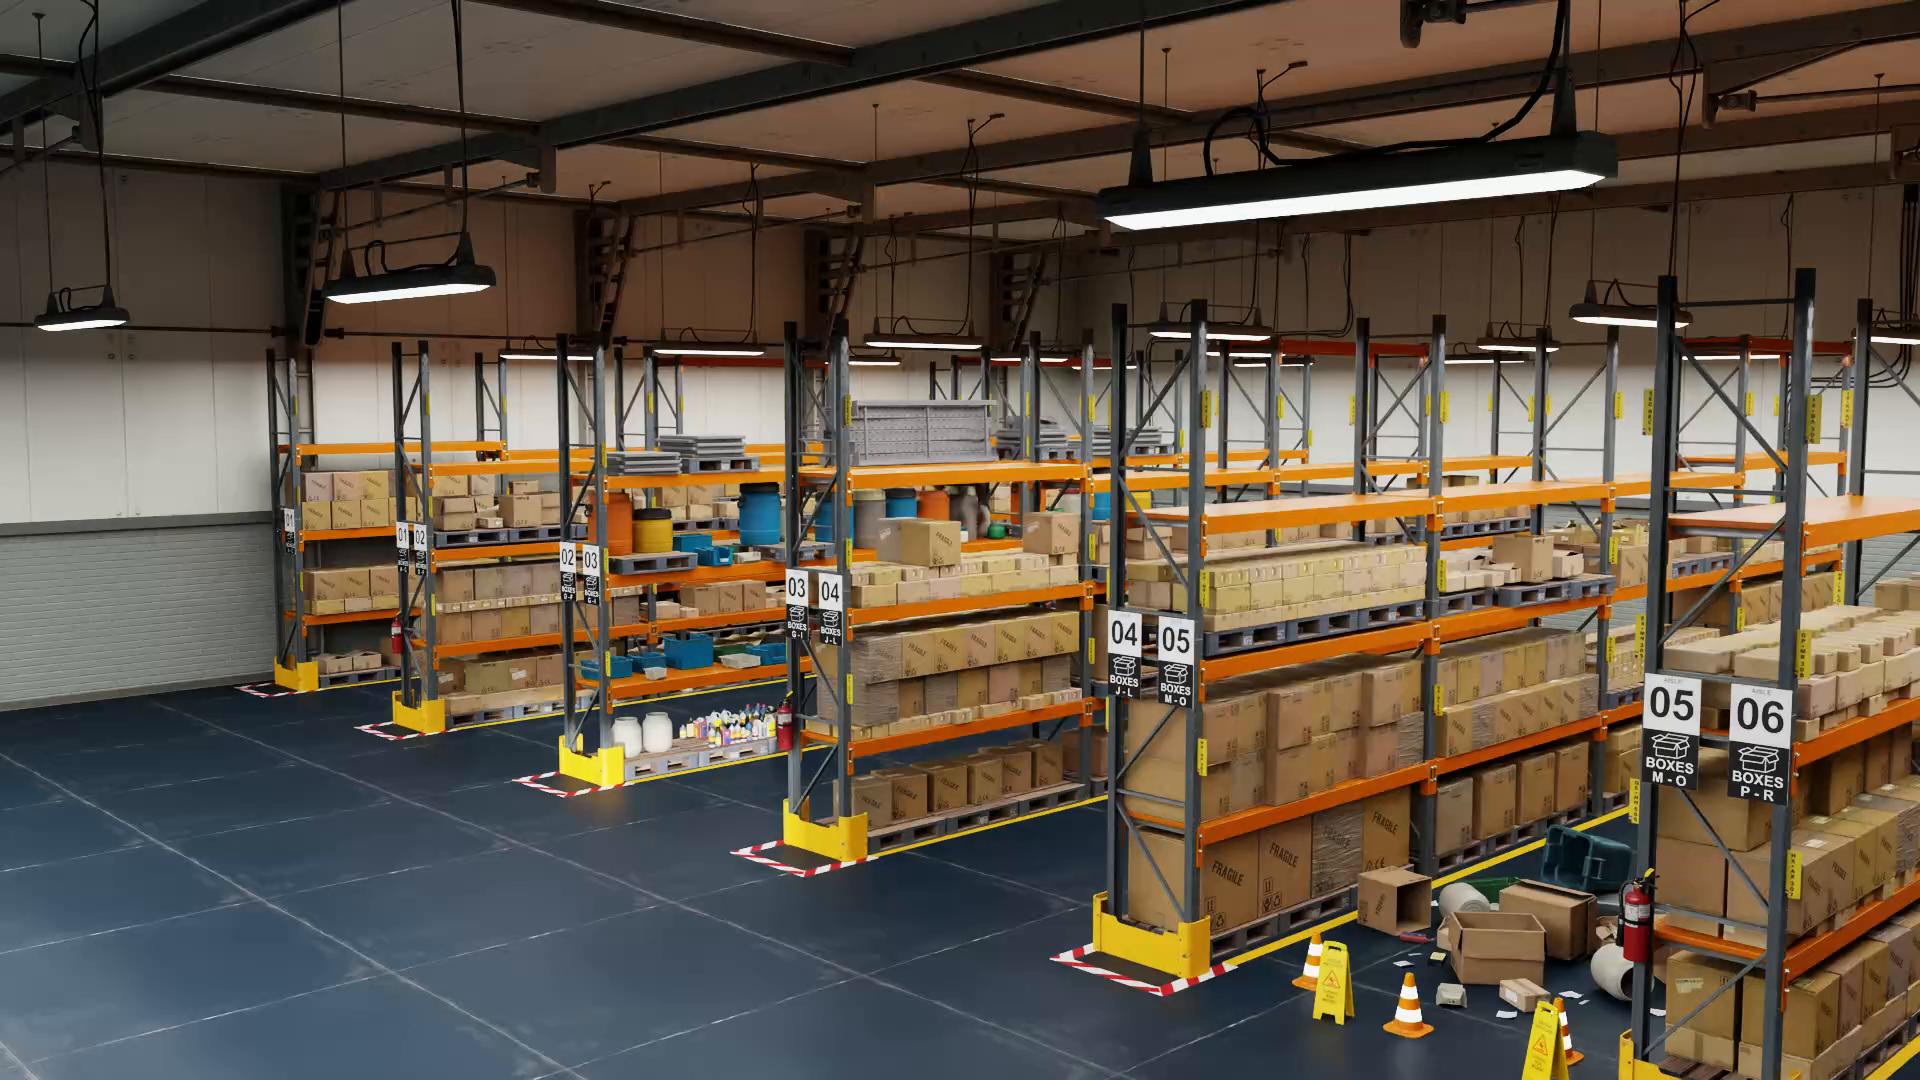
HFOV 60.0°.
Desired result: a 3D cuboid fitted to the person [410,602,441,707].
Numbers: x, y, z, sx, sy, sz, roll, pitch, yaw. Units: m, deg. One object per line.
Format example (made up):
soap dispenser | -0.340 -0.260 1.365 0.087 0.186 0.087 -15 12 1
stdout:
person | -8.827 1.865 27.809 0.673 1.729 1.045 2 5 26
